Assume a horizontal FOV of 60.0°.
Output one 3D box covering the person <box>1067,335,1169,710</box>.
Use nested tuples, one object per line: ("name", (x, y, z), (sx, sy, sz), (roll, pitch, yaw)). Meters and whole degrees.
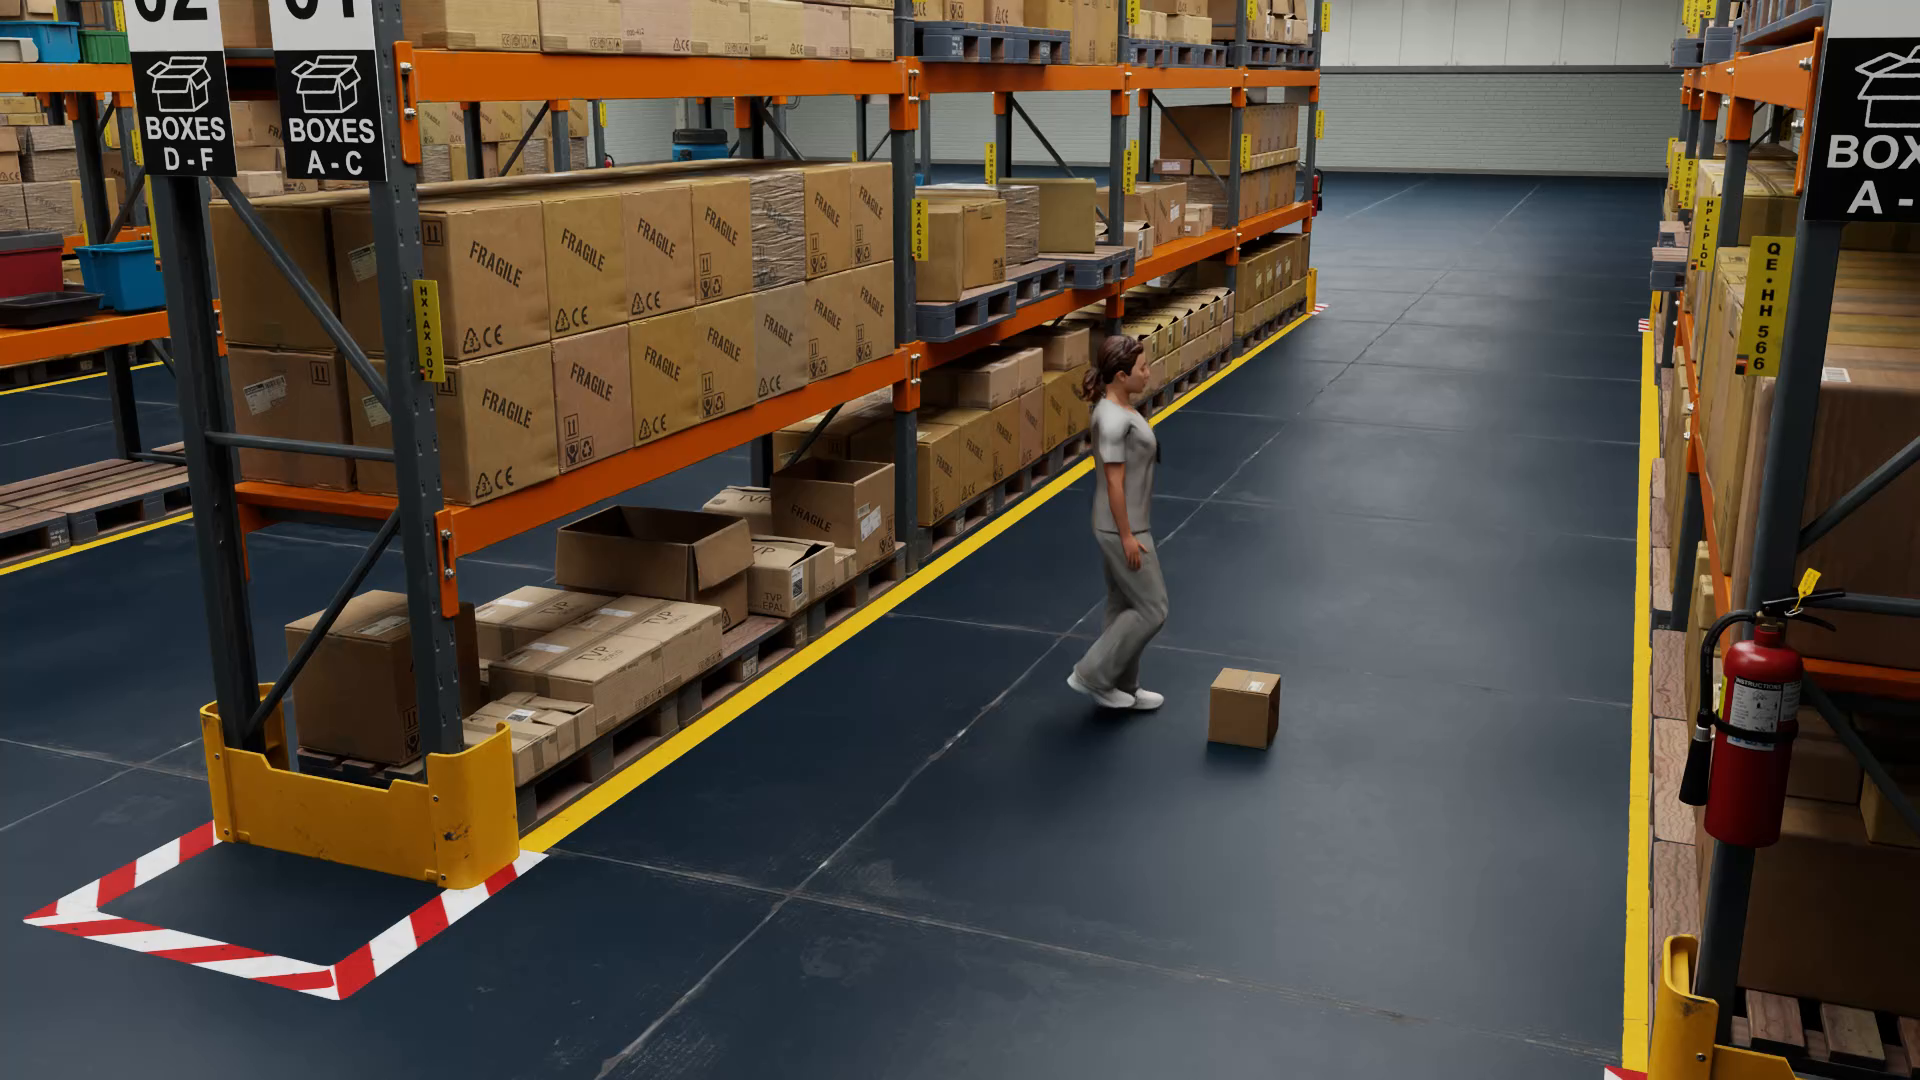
("person", (0.690, -0.042, 7.122), (0.431, 1.677, 0.465), (2, 16, 7))
